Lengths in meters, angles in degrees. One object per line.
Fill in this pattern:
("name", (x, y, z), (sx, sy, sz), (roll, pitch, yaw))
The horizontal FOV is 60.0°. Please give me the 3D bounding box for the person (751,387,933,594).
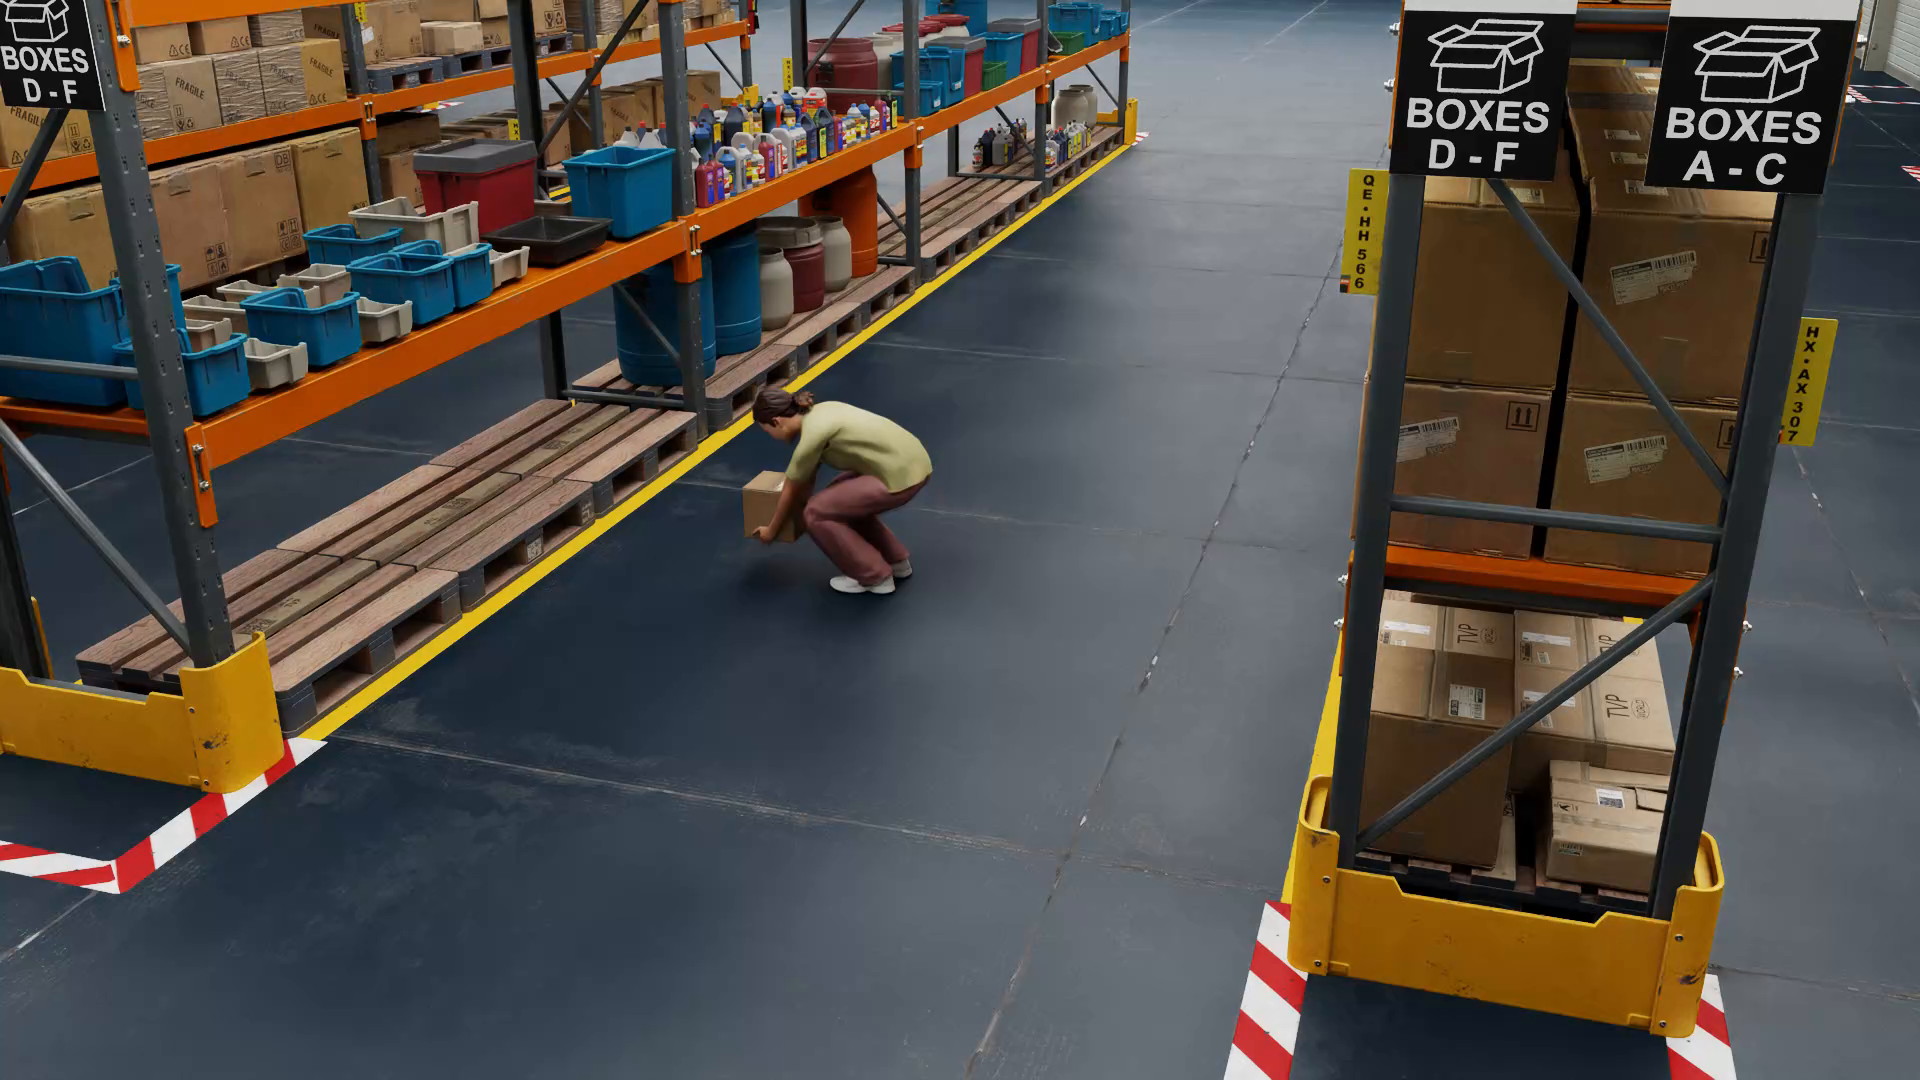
("person", (-0.547, -0.245, 7.699), (0.831, 0.927, 0.464), (6, 23, 14))
